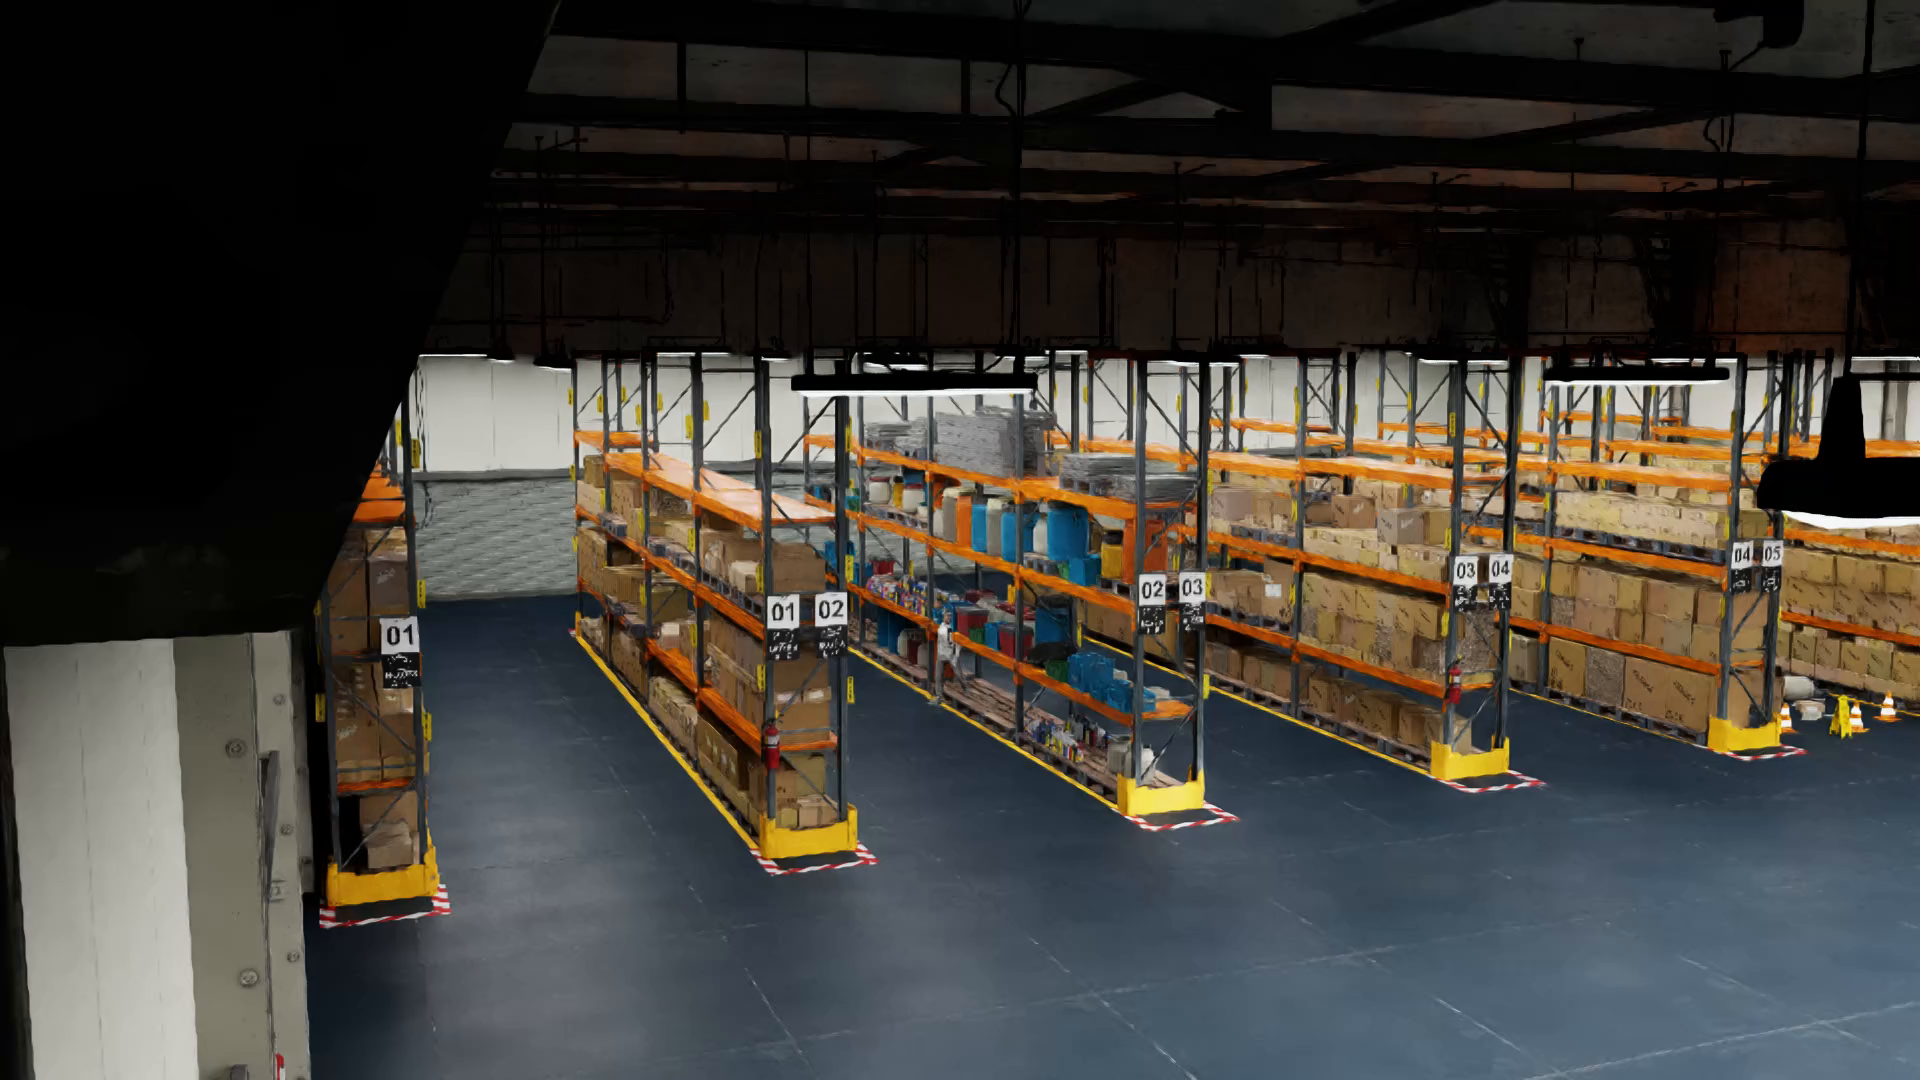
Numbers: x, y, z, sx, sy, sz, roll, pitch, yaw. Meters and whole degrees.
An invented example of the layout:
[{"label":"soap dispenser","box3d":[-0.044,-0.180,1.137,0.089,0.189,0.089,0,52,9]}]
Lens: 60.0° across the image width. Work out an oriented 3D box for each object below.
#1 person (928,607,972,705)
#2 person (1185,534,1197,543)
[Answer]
[{"label":"person","box3d":[-0.145,1.978,28.387,0.657,1.682,0.580,4,8,31]},{"label":"person","box3d":[5.771,0.344,41.234,0.700,1.741,0.571,6,9,40]}]
